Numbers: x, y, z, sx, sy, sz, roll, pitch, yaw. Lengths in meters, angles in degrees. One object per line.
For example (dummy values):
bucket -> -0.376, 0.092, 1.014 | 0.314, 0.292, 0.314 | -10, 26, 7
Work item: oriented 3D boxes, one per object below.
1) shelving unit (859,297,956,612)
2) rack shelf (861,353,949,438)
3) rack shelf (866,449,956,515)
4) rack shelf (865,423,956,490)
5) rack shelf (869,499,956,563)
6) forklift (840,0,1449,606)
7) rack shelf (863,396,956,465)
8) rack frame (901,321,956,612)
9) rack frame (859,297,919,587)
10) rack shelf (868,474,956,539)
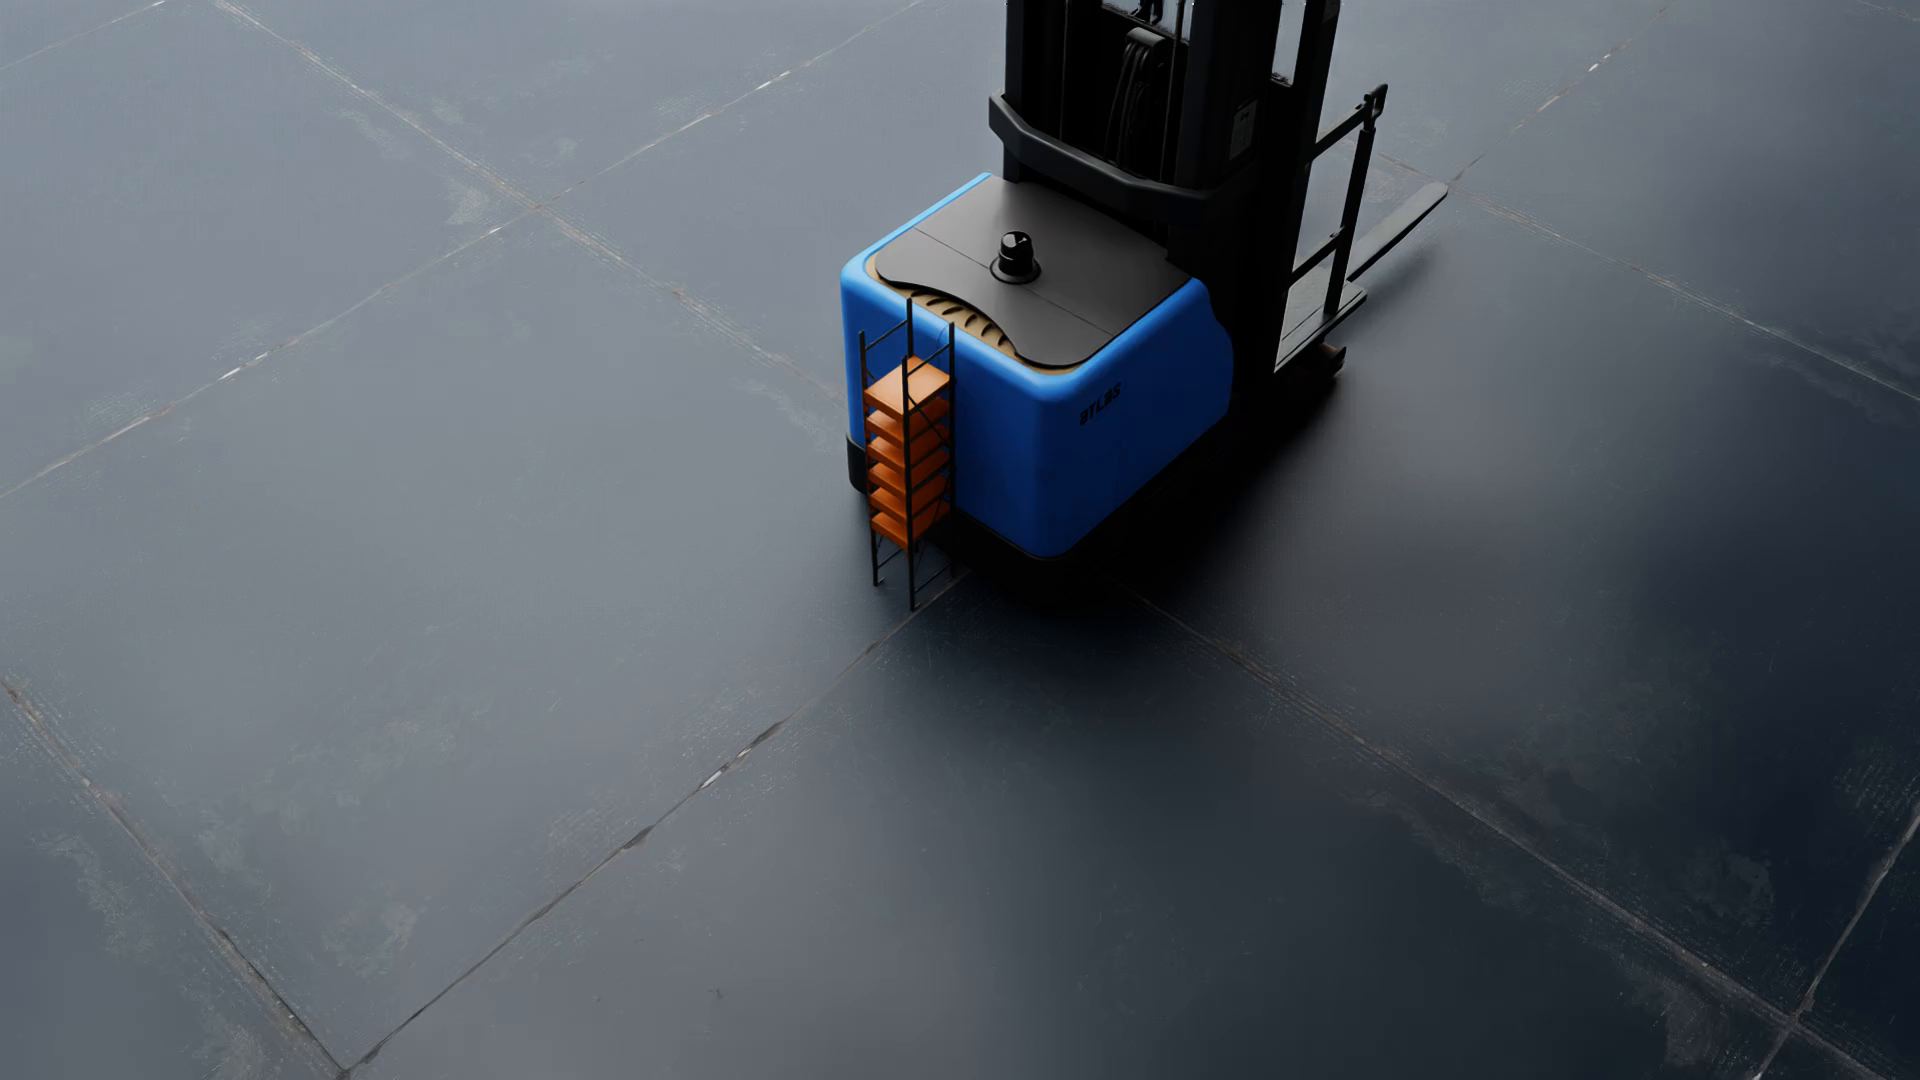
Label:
shelving unit -> -0.167, -0.260, 5.671 | 0.189, 1.200, 0.258 | 33, 55, 27
rack shelf -> -0.167, -0.475, 5.440 | 0.180, 0.103, 0.258 | 33, 55, 27
rack shelf -> -0.167, -0.229, 5.703 | 0.180, 0.103, 0.258 | 33, 55, 27
rack shelf -> -0.167, -0.311, 5.615 | 0.180, 0.103, 0.258 | 33, 55, 27
rack shelf -> -0.167, -0.065, 5.878 | 0.180, 0.103, 0.258 | 33, 55, 27
forklift -> 0.929, -1.764, 5.896 | 1.130, 2.935, 3.031 | 33, 55, 27
rack shelf -> -0.167, -0.393, 5.528 | 0.180, 0.103, 0.258 | 33, 55, 27
rack frame -> -0.099, -0.215, 5.629 | 0.006, 1.200, 0.240 | 33, 55, 27
rack frame -> -0.235, -0.304, 5.712 | 0.006, 1.200, 0.240 | 33, 55, 27
rack shelf -> -0.167, -0.147, 5.790 | 0.180, 0.103, 0.258 | 33, 55, 27
